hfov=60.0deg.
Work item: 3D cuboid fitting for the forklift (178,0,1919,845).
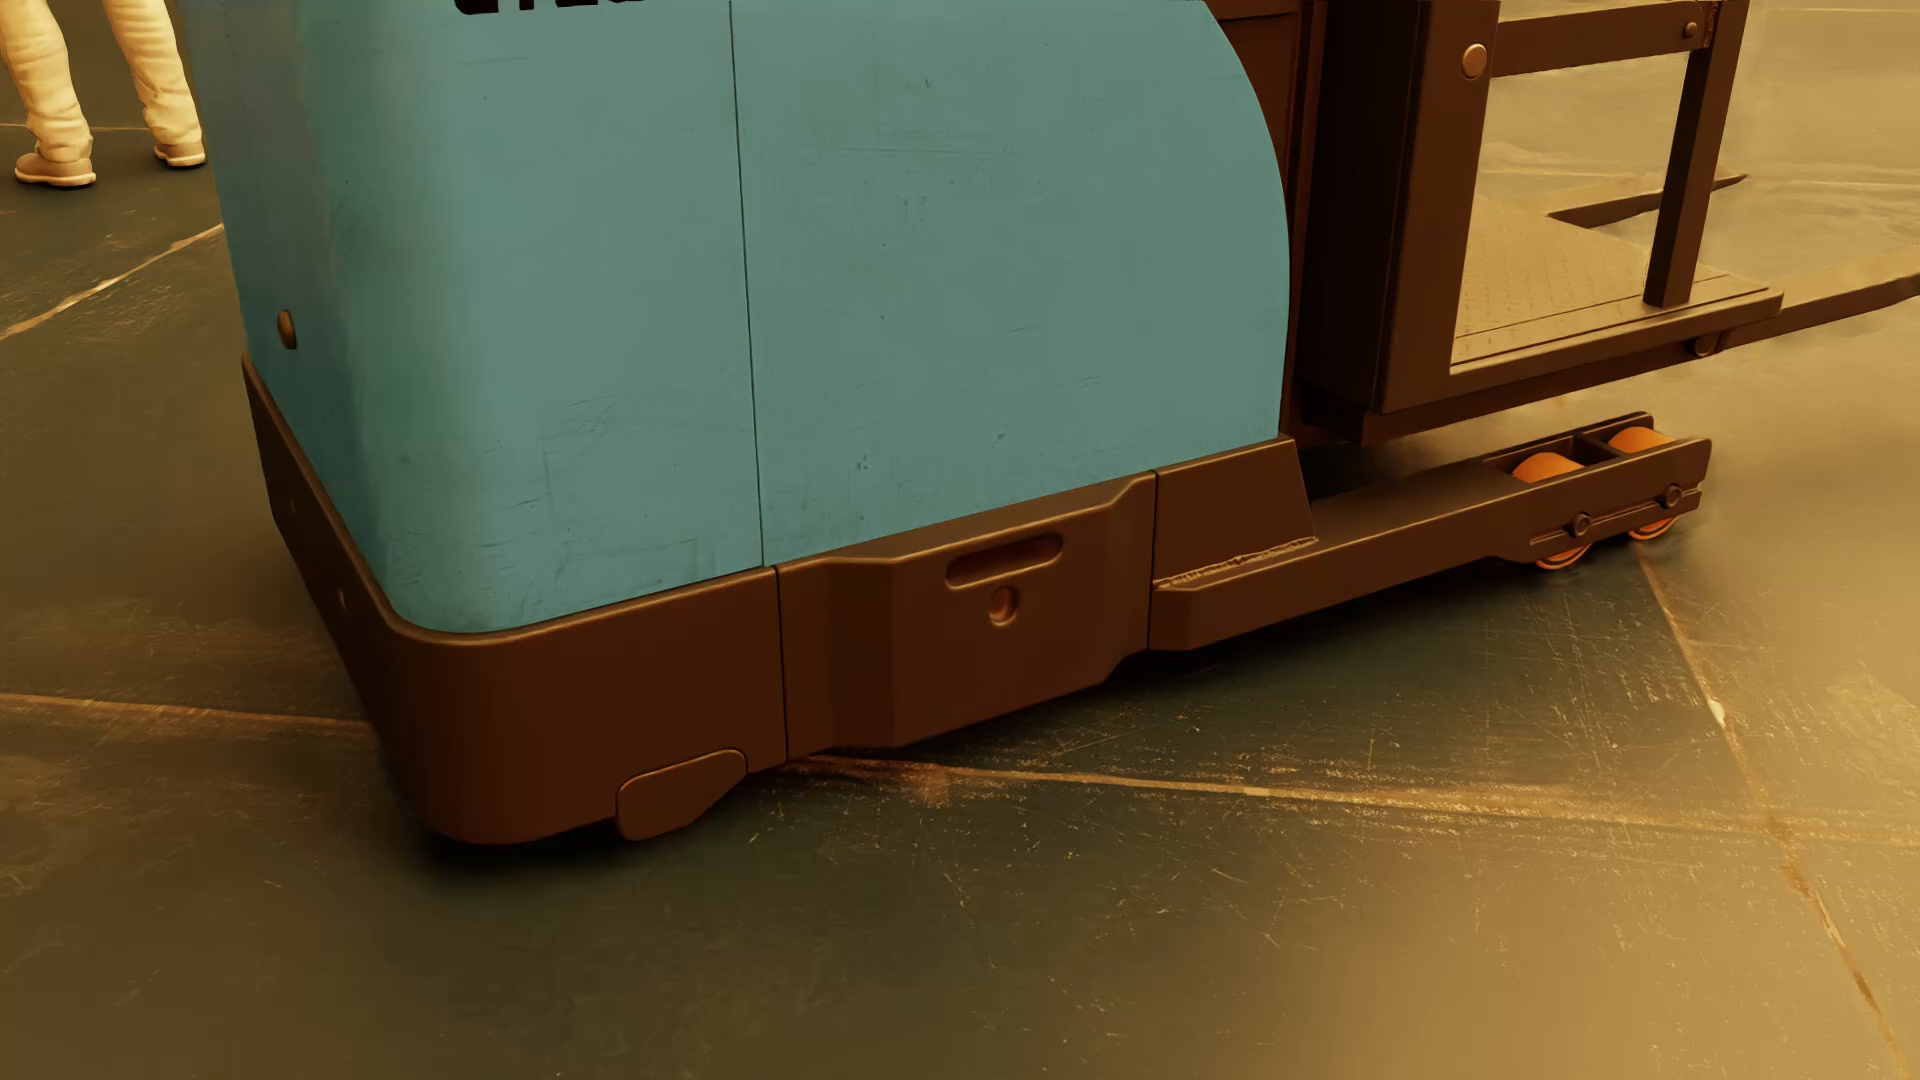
[{"bbox_3d":[0.528,-1.457,2.138,3.031,2.935,1.130,-15,30,-27],"label":"forklift"}]

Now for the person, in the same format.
[{"bbox_3d":[-2.289,-1.737,4.120,0.467,1.665,0.557,22,34,37],"label":"person"}]
